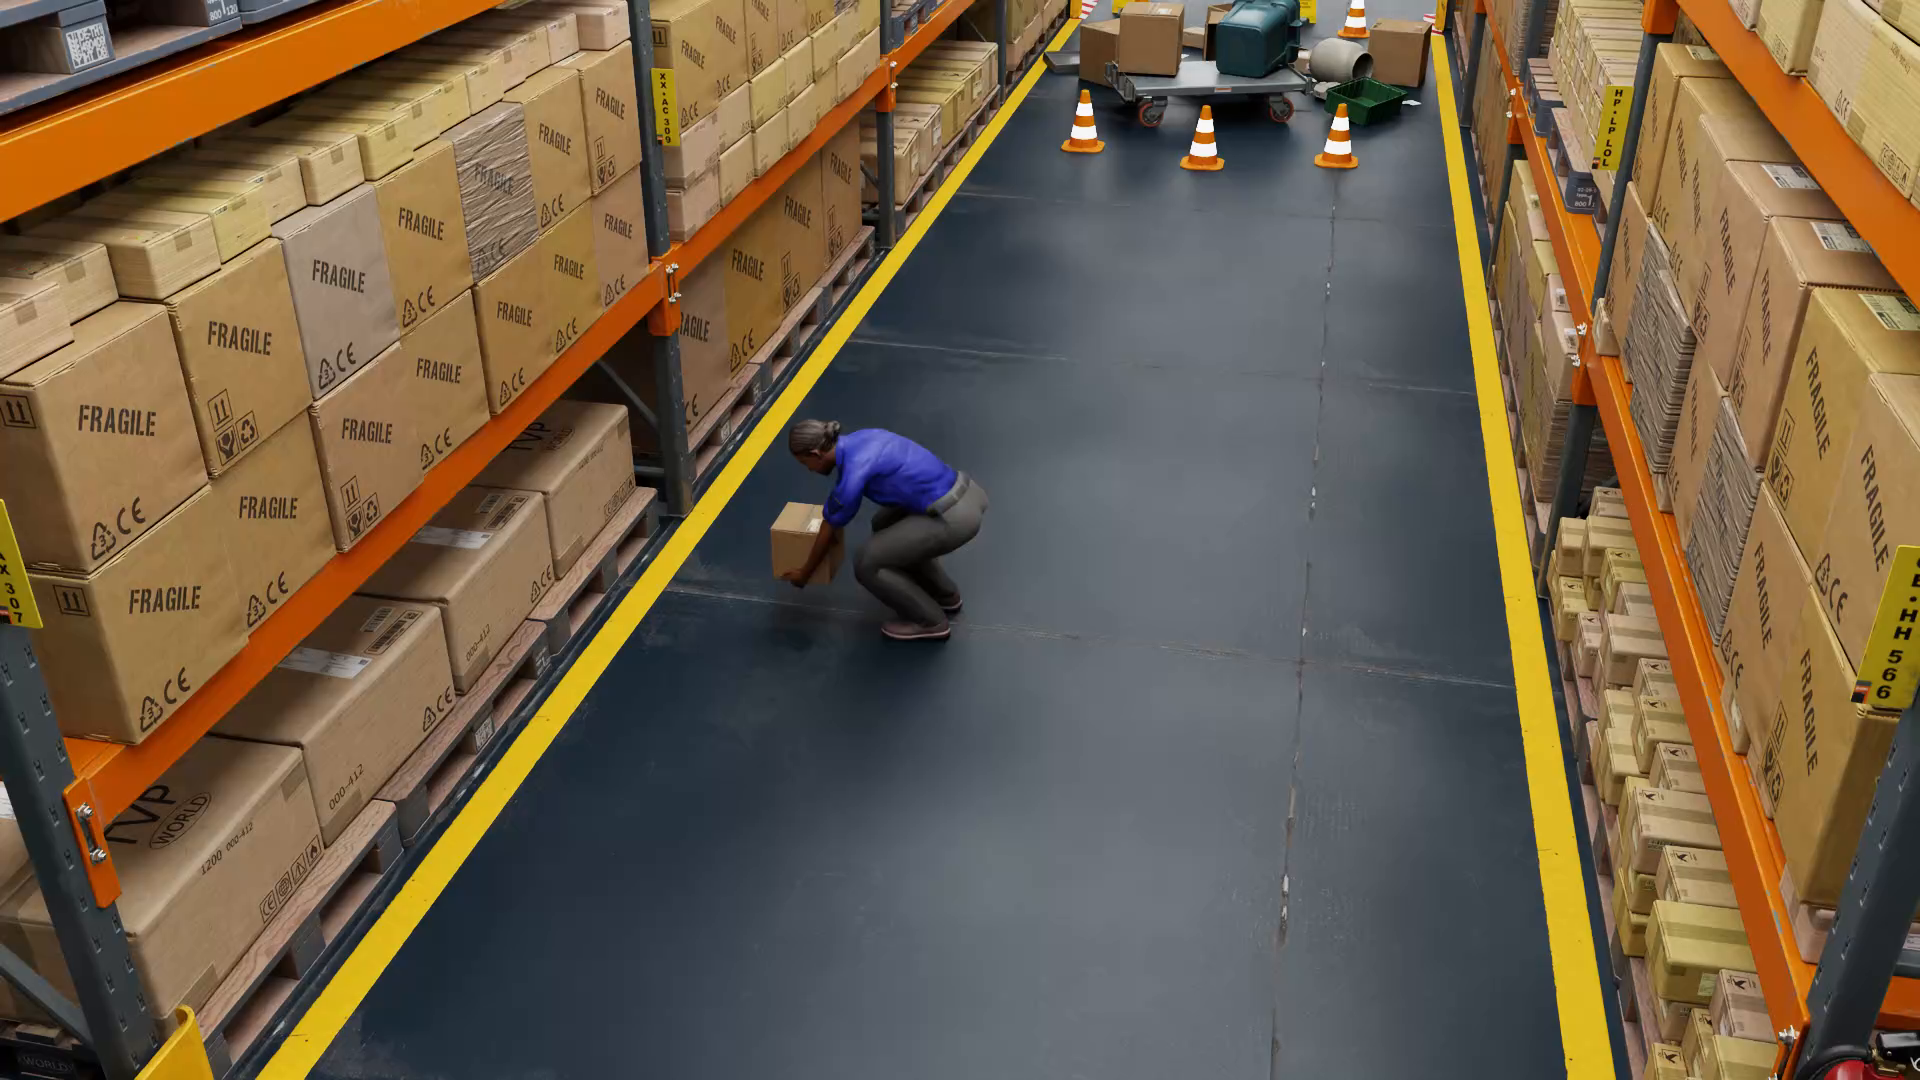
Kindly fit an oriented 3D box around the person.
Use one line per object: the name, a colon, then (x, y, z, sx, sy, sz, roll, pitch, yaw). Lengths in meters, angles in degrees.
person: (-0.318, -0.070, 7.013, 0.863, 0.936, 0.465, 5, 29, 9)
